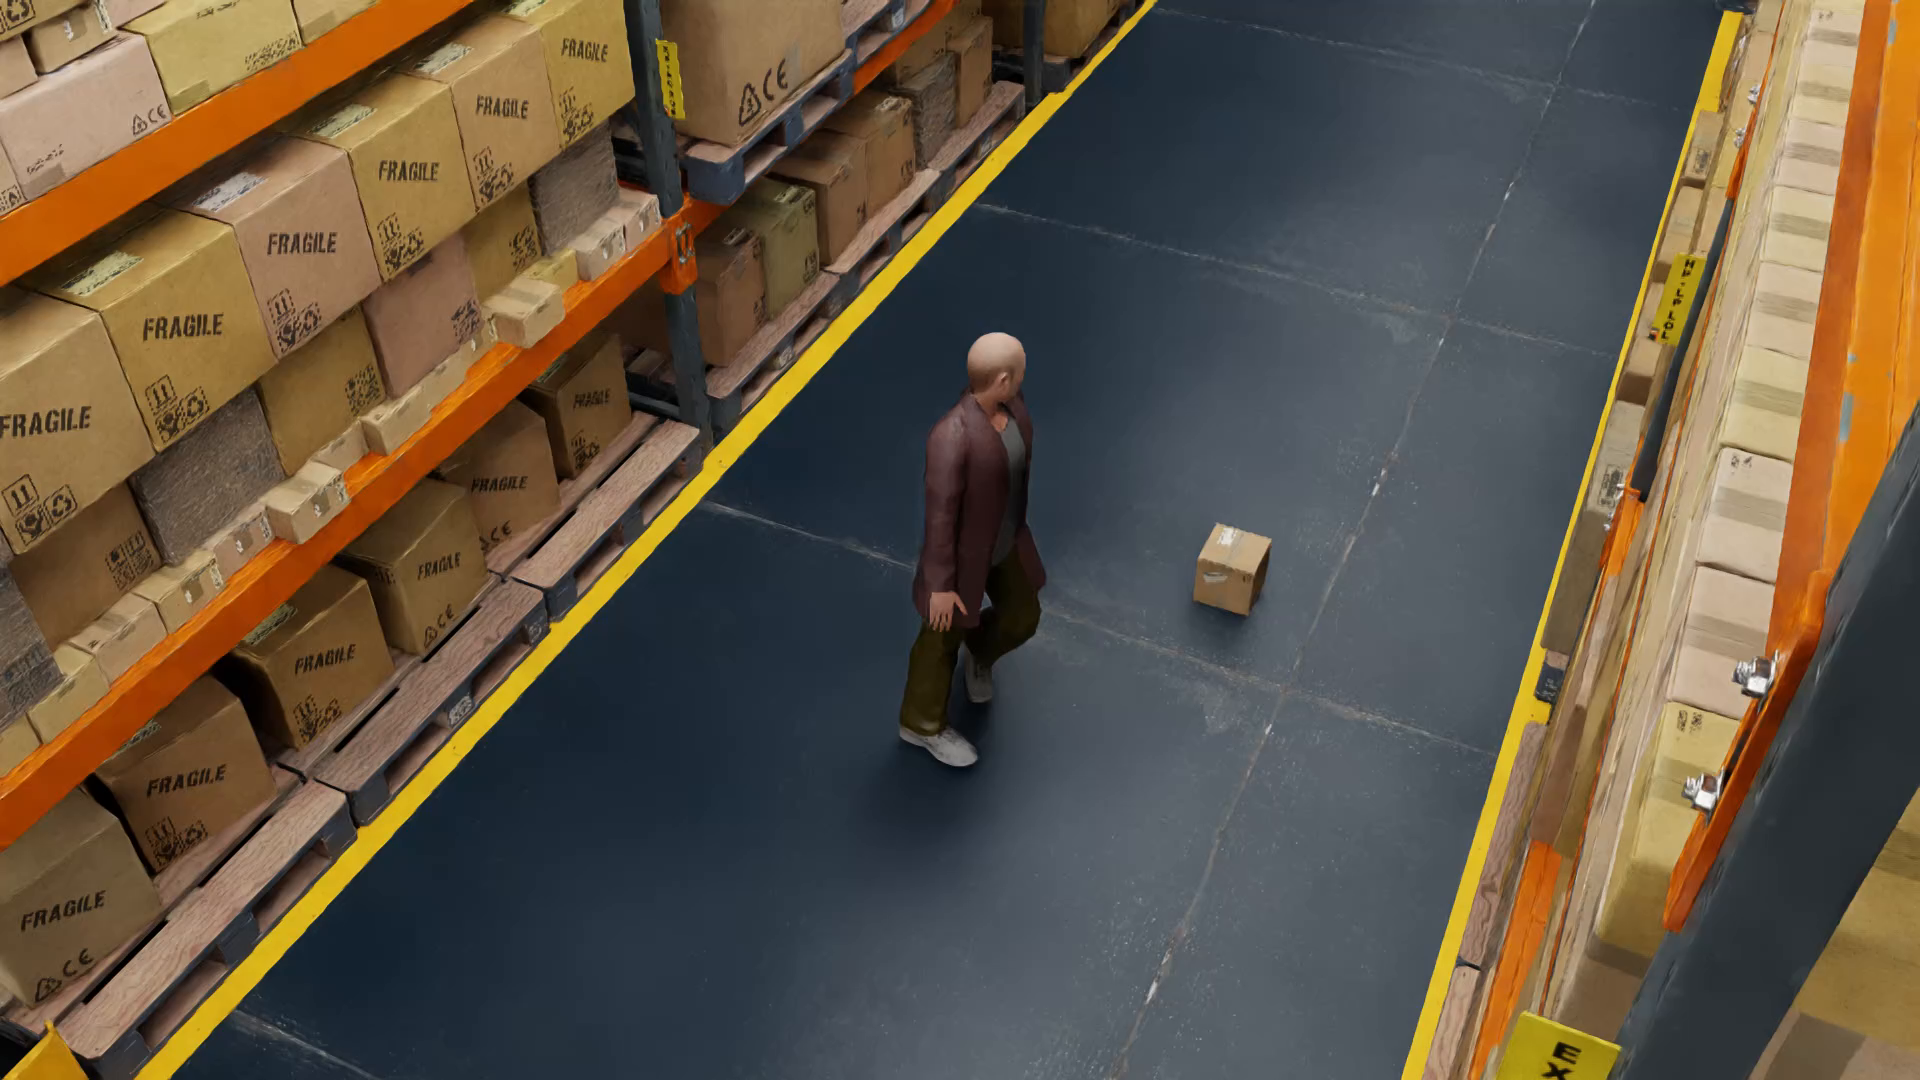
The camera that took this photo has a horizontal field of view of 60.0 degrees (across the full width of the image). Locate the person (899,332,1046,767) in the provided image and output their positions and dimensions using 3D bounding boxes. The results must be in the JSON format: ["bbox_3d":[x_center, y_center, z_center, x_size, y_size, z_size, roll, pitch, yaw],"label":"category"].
[{"bbox_3d":[0.049,0.024,6.144,0.464,1.748,0.666,31,50,30],"label":"person"}]
